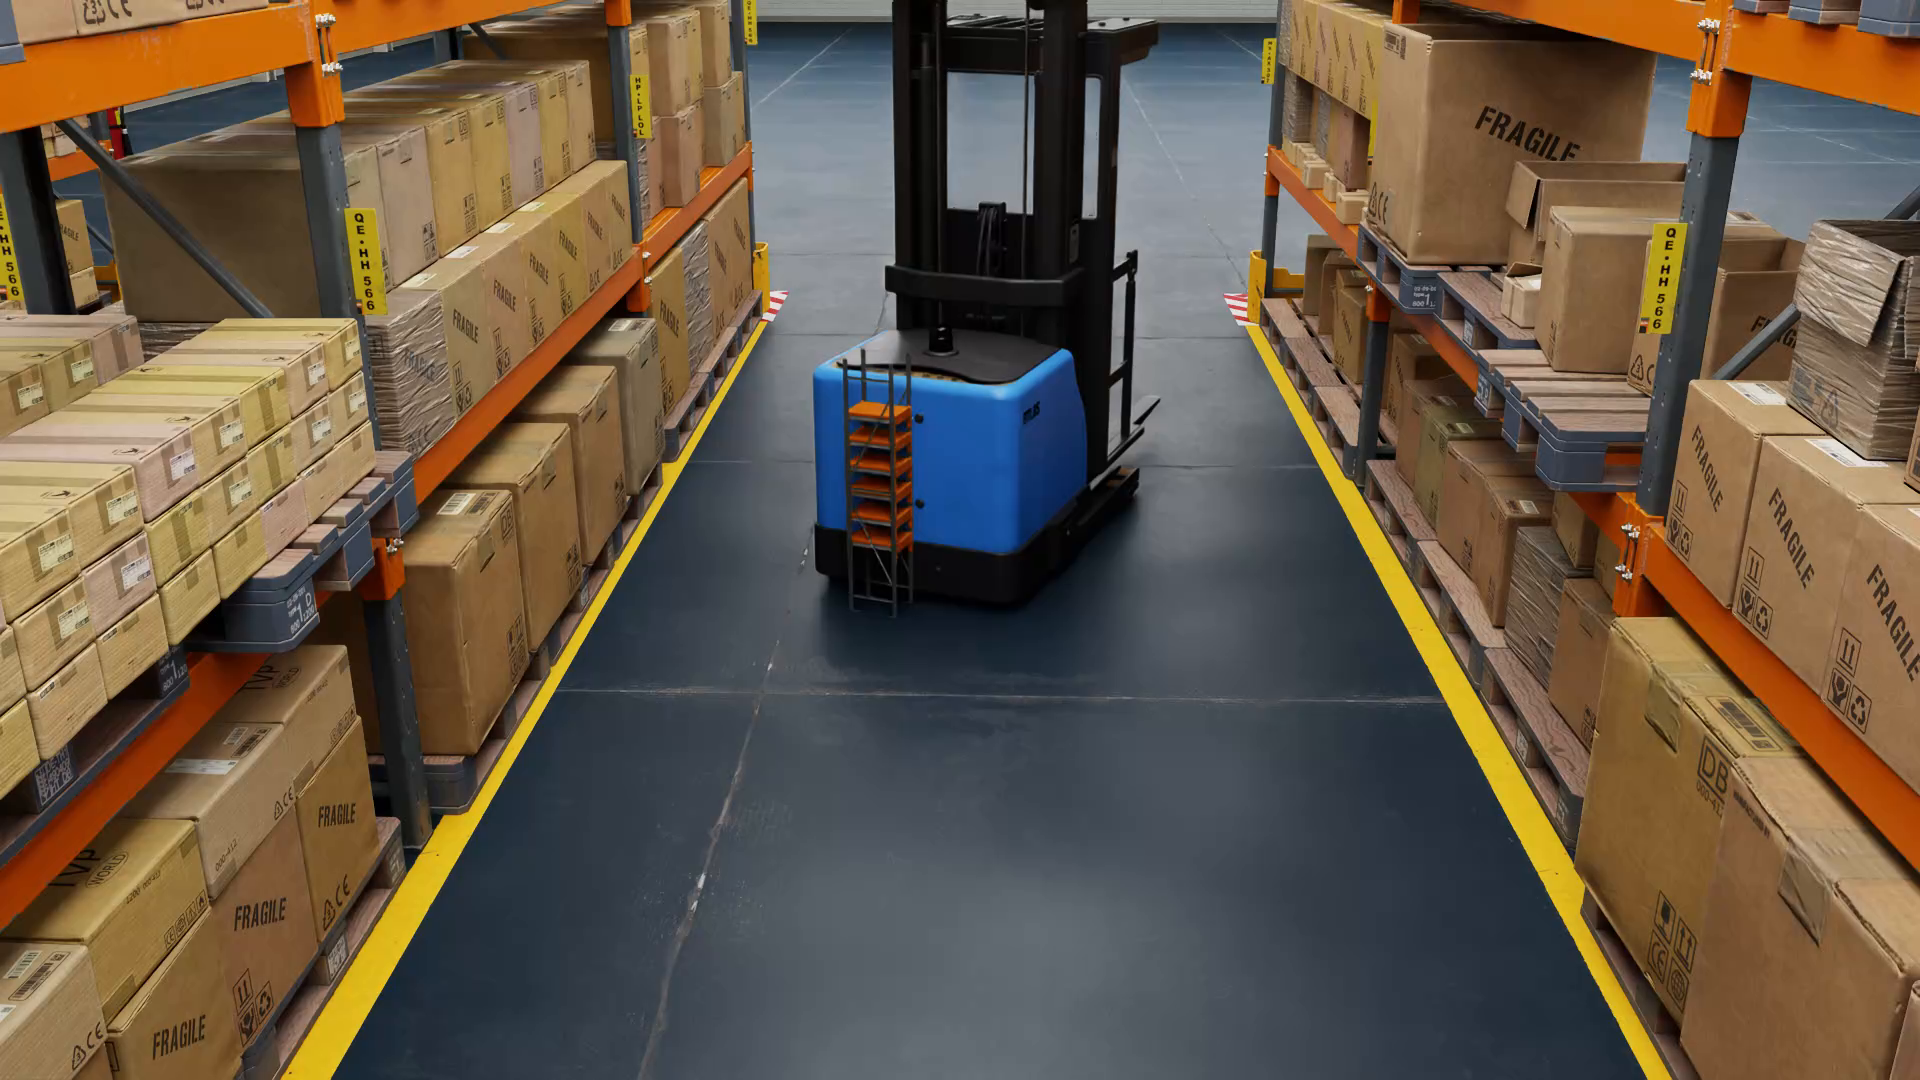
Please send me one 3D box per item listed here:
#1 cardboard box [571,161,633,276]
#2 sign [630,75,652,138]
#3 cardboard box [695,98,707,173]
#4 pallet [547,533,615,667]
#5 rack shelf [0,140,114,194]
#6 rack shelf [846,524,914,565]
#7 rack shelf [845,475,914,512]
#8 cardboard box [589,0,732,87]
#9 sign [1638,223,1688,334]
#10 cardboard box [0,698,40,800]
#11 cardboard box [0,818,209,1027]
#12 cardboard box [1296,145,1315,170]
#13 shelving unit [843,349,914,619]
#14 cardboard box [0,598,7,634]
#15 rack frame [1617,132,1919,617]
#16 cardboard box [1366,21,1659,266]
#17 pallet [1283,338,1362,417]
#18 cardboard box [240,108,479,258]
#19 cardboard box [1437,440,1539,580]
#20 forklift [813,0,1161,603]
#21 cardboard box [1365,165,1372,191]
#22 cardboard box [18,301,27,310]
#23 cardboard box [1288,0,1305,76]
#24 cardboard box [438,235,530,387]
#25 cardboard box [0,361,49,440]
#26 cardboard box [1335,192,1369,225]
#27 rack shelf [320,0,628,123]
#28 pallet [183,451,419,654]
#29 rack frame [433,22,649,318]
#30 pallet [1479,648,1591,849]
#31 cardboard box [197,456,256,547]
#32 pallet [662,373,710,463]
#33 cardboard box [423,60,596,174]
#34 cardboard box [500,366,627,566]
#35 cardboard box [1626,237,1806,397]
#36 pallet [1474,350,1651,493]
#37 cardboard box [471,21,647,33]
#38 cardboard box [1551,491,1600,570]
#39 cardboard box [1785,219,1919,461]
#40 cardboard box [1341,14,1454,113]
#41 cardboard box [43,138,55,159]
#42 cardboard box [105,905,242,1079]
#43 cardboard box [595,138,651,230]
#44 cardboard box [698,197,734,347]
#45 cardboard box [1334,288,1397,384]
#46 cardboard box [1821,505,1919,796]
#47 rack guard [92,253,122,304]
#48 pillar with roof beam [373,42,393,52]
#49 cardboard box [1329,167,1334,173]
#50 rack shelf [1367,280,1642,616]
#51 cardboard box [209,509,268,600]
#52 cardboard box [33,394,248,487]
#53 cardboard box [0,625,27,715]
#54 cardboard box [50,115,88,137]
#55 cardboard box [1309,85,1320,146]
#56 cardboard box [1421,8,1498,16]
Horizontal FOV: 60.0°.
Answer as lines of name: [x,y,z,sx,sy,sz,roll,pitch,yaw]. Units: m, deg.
cardboard box: [-1.985,-1.648,8.492,0.500,0.500,0.500,1,21,1]
sign: [-1.693,-2.294,8.803,0.100,0.325,0.005,1,21,2]
cardboard box: [-2.218,-2.775,11.326,0.875,0.550,0.550,1,21,2]
pallet: [-2.218,0.229,7.647,1.003,0.211,1.213,1,21,2]
rack shelf: [-7.126,-2.199,11.044,1.077,0.370,4.000,1,21,2]
rack shelf: [-0.364,0.020,7.605,0.258,0.103,0.180,8,23,21]
rack shelf: [-0.364,-0.204,7.518,0.258,0.103,0.180,8,23,21]
cardboard box: [-2.089,-3.479,11.649,0.875,0.550,0.550,1,21,2]
sign: [2.054,-0.761,4.853,0.100,0.325,0.005,1,21,2]
cardboard box: [-1.973,0.411,3.090,0.380,0.149,0.250,0,21,1]
cardboard box: [-2.152,0.889,3.928,0.500,0.250,0.500,1,21,3]
cardboard box: [2.557,-2.660,11.585,0.380,0.149,0.250,1,21,2]
shelving unit: [-0.364,-0.245,7.502,0.258,1.200,0.189,8,23,21]
cardboard box: [-1.969,0.138,2.970,0.380,0.149,0.250,1,21,4]
rack frame: [2.597,-0.256,5.042,1.000,3.000,0.127,1,21,2]
cardboard box: [2.555,-1.892,7.848,1.000,1.000,1.000,1,21,2]
pallet: [2.738,-1.088,11.040,1.003,0.211,1.213,1,21,2]
cardboard box: [-2.307,-1.390,6.445,0.700,0.500,0.500,0,21,1]
cardboard box: [2.629,-0.146,7.605,0.700,0.500,0.500,-1,21,-3]
forklift: [0.337,-1.579,8.546,1.130,2.935,3.031,8,23,21]
cardboard box: [2.845,-2.230,9.580,0.875,0.500,0.500,1,21,2]
cardboard box: [-6.844,-1.689,11.956,0.500,0.250,0.500,1,21,2]
cardboard box: [2.529,-3.423,11.273,0.500,0.500,0.500,1,21,2]
cardboard box: [-2.046,-0.919,6.613,0.500,0.500,0.500,1,21,2]
cardboard box: [-2.583,-0.352,4.234,0.380,0.149,0.250,1,21,1]
cardboard box: [2.412,-1.938,9.723,0.380,0.149,0.250,1,21,2]
rack shelf: [-2.297,-2.133,6.728,1.077,0.370,4.000,1,21,2]
pallet: [-2.273,0.001,4.644,1.213,0.211,1.003,1,21,2]
rack frame: [-2.236,-1.793,9.004,1.000,3.000,0.127,1,21,2]
pallet: [2.622,0.762,6.274,1.003,0.211,1.213,1,21,2]
cardboard box: [-1.937,-0.099,3.992,0.380,0.149,0.250,1,21,2]
pallet: [-2.135,-0.767,10.215,1.003,0.211,1.213,1,21,2]
cardboard box: [-2.245,-2.126,8.342,0.700,0.500,0.500,0,21,1]
cardboard box: [-2.198,-0.366,7.855,1.050,0.750,0.750,1,21,2]
cardboard box: [2.573,-0.694,5.452,0.500,0.500,0.500,-2,21,-5]
pallet: [2.512,-0.425,5.744,1.213,0.211,1.003,1,21,2]
cardboard box: [-2.290,-2.700,9.640,0.875,0.550,0.550,1,21,2]
cardboard box: [2.593,-0.080,6.398,0.500,0.250,0.500,3,21,8]
cardboard box: [2.559,-0.506,4.161,0.797,0.503,0.637,1,21,3]
cardboard box: [2.471,-2.700,9.410,0.500,0.500,0.500,1,21,2]
cardboard box: [-6.789,-2.818,11.991,0.380,0.149,0.250,0,21,1]
cardboard box: [-2.136,1.242,4.055,0.500,0.500,0.500,0,21,-1]
cardboard box: [-2.237,-1.997,9.321,0.875,0.550,0.550,1,21,2]
cardboard box: [-2.094,-1.881,11.586,0.875,0.875,0.875,0,21,1]
cardboard box: [2.721,-1.309,10.632,0.500,0.500,0.500,-1,21,-3]
cardboard box: [2.285,0.242,3.620,0.500,0.500,0.500,0,21,1]
rack guard: [-7.067,-2.065,13.159,1.175,0.500,0.348,1,21,2]
pillar with roof beam: [-7.916,-14.496,33.449,9.100,9.000,0.400,1,21,2]
cardboard box: [2.576,-2.298,10.651,0.380,0.149,0.250,1,21,2]
rack shelf: [2.658,-0.644,7.036,1.077,0.370,4.000,1,21,2]
cardboard box: [-1.941,0.031,4.070,0.380,0.149,0.250,0,21,1]
cardboard box: [-1.937,-0.239,3.942,0.380,0.149,0.250,1,21,3]
cardboard box: [-1.973,0.270,3.042,0.380,0.149,0.250,0,21,1]
cardboard box: [-6.806,-3.244,12.192,0.500,0.500,0.500,0,21,1]
cardboard box: [2.901,-2.953,11.444,0.875,0.500,0.500,1,21,2]
cardboard box: [3.016,-2.875,9.860,0.500,0.500,0.500,1,21,2]
